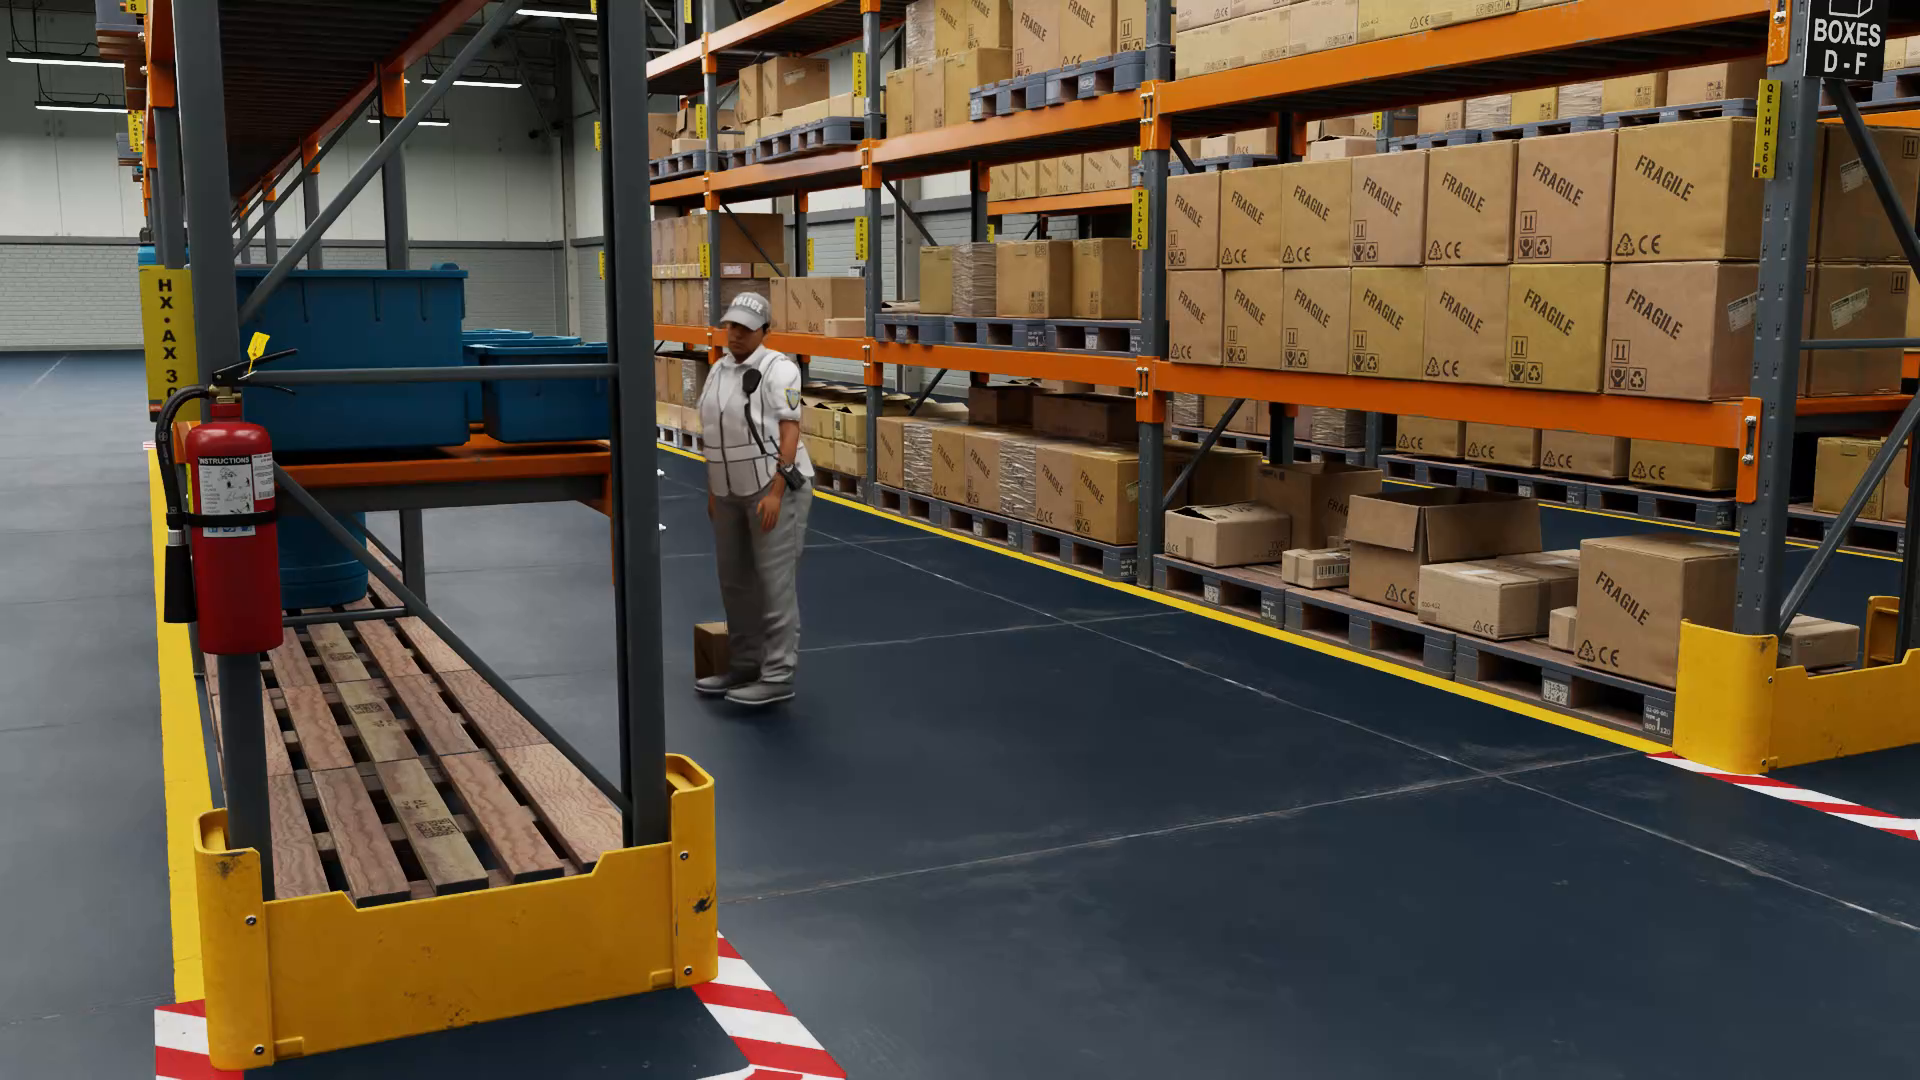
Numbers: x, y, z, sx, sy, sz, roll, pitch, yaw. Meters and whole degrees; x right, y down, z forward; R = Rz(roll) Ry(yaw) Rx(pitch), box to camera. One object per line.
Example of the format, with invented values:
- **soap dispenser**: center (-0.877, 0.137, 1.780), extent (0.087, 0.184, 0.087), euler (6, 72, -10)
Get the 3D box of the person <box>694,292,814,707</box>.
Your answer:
- **person**: center (-0.876, -0.167, 6.792), extent (0.546, 1.673, 0.468), euler (7, 11, 38)
